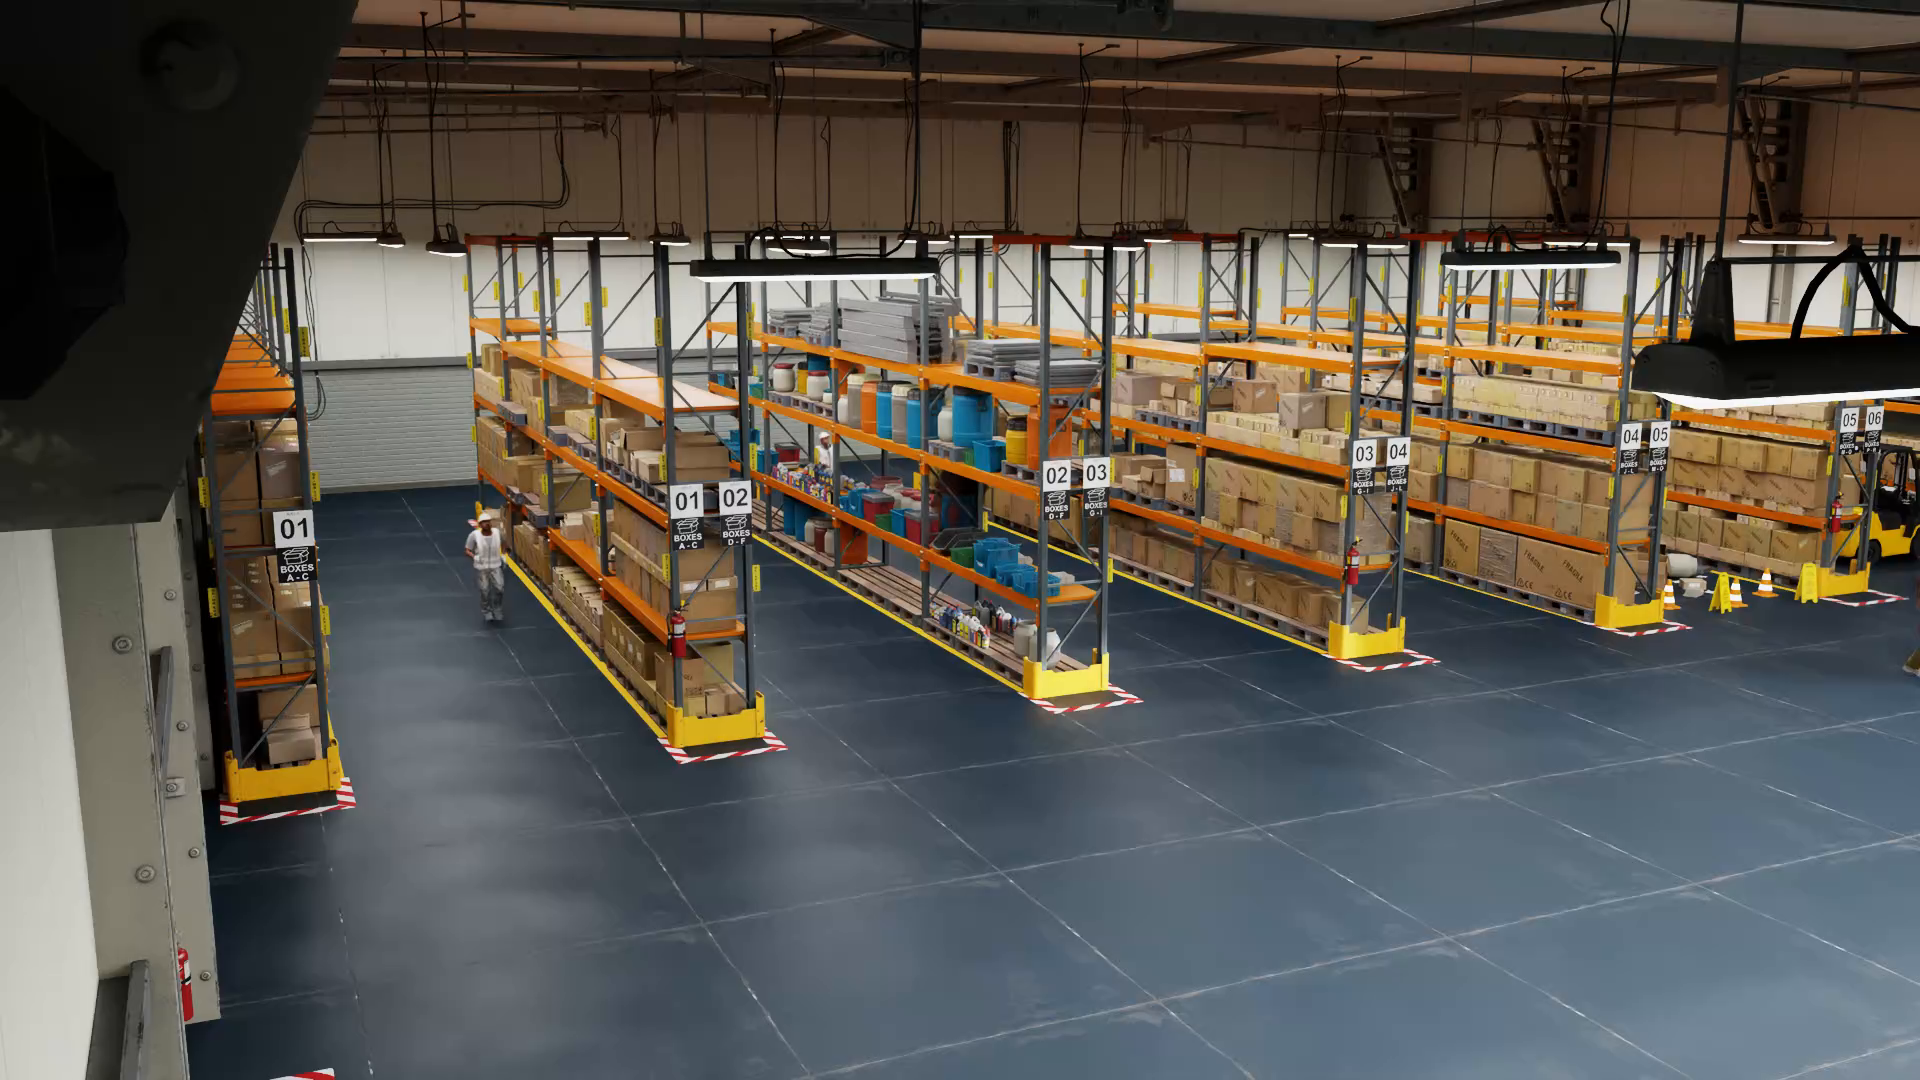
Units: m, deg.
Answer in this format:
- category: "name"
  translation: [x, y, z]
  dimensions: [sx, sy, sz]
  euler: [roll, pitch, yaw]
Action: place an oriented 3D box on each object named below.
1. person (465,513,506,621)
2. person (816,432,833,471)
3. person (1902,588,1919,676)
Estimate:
- category: "person"
  translation: [-7.428, 0.408, 26.190]
  dimensions: [0.674, 1.681, 0.643]
  euler: [-5, 12, -25]
- category: "person"
  translation: [-2.896, -1.502, 36.307]
  dimensions: [0.684, 1.726, 0.522]
  euler: [-7, 13, -30]
- category: "person"
  translation: [13.611, 1.061, 23.047]
  dimensions: [0.779, 1.727, 0.759]
  euler: [5, 12, 24]
